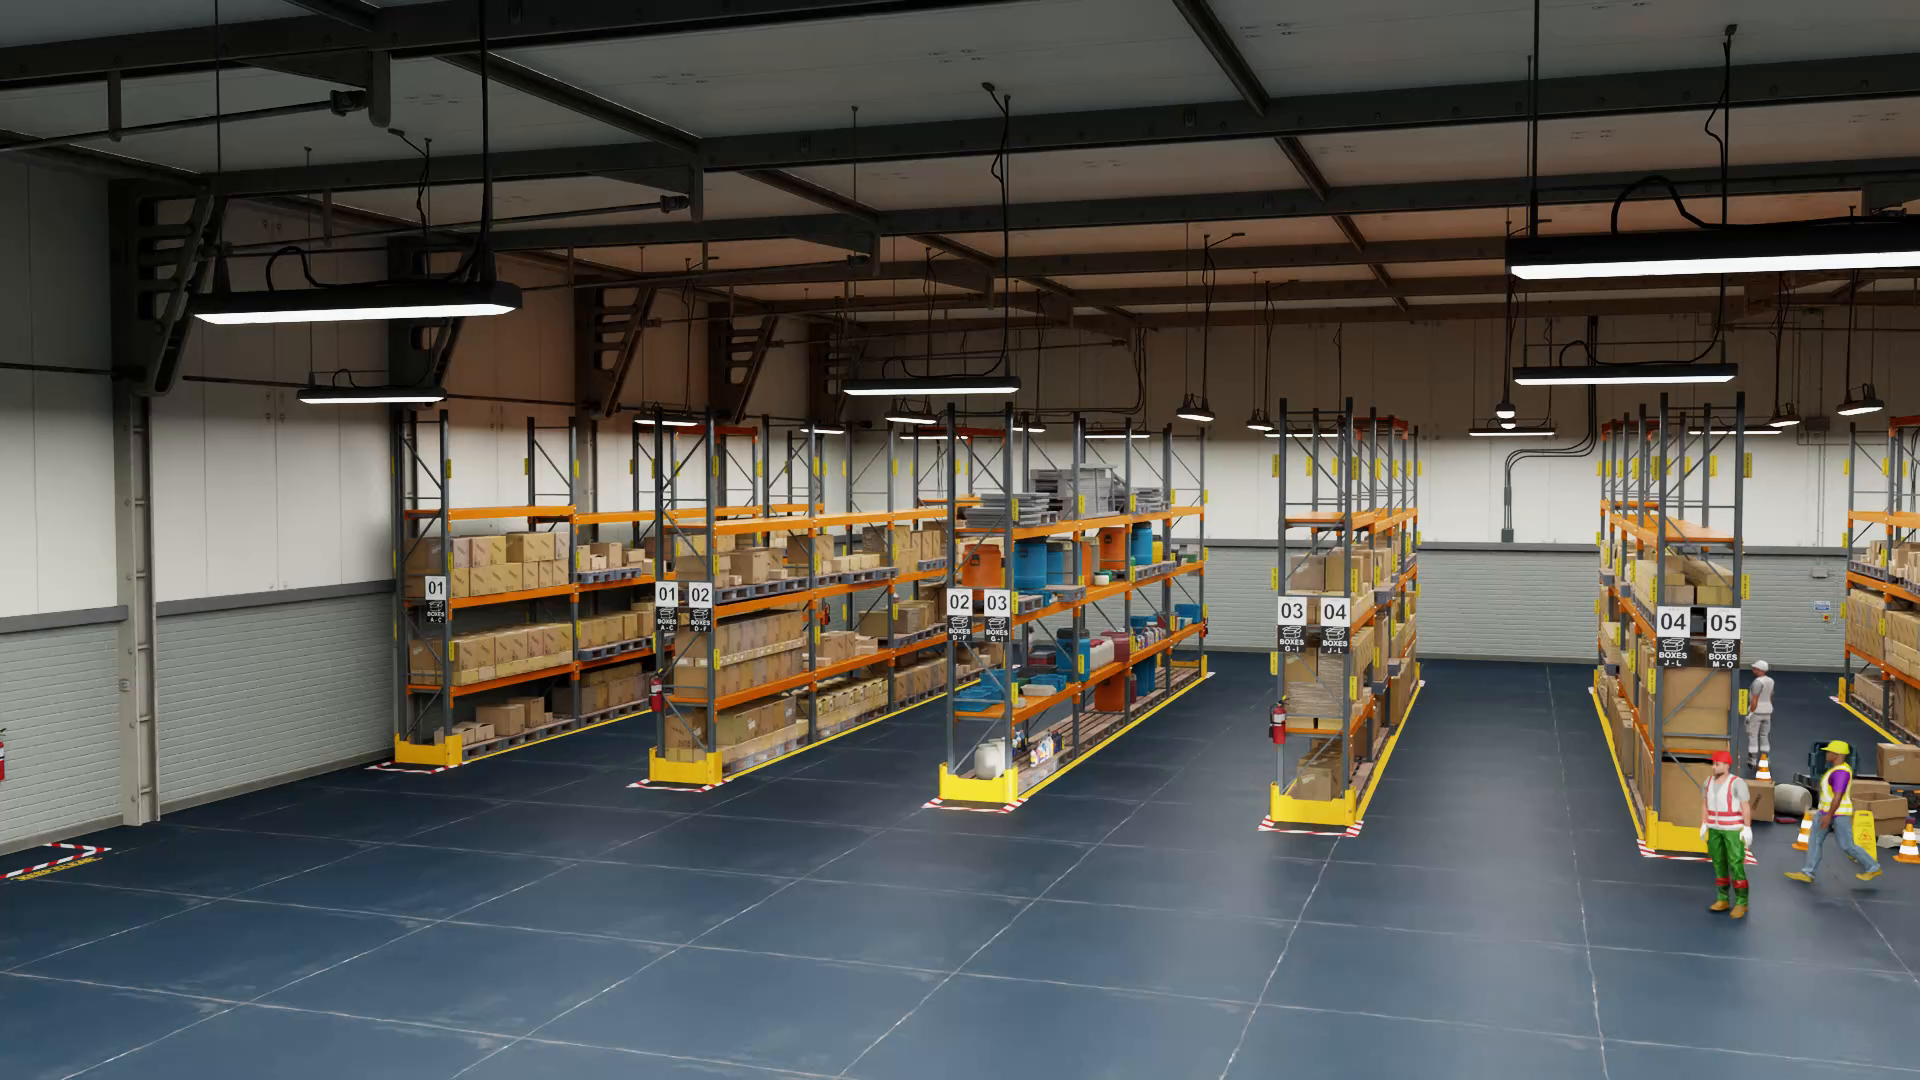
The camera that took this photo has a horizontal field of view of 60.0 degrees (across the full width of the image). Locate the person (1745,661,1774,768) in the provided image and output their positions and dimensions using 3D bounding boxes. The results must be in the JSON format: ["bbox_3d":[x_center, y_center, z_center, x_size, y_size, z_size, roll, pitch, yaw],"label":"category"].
[{"bbox_3d":[13.402,2.919,27.919,0.574,1.798,0.445,-1,3,-14],"label":"person"}]

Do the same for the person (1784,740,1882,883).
[{"bbox_3d":[10.533,3.280,19.977,1.028,1.737,0.511,0,2,-3],"label":"person"}]

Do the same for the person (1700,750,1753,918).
[{"bbox_3d":[8.642,3.300,18.822,0.404,1.815,0.622,-2,3,-32],"label":"person"}]

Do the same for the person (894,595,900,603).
[{"bbox_3d":[-1.653,2.281,43.165,0.563,1.713,1.018,0,2,-3],"label":"person"}]

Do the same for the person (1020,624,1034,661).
[{"bbox_3d":[1.436,2.644,35.907,0.390,1.659,0.572,0,2,2],"label":"person"}]
